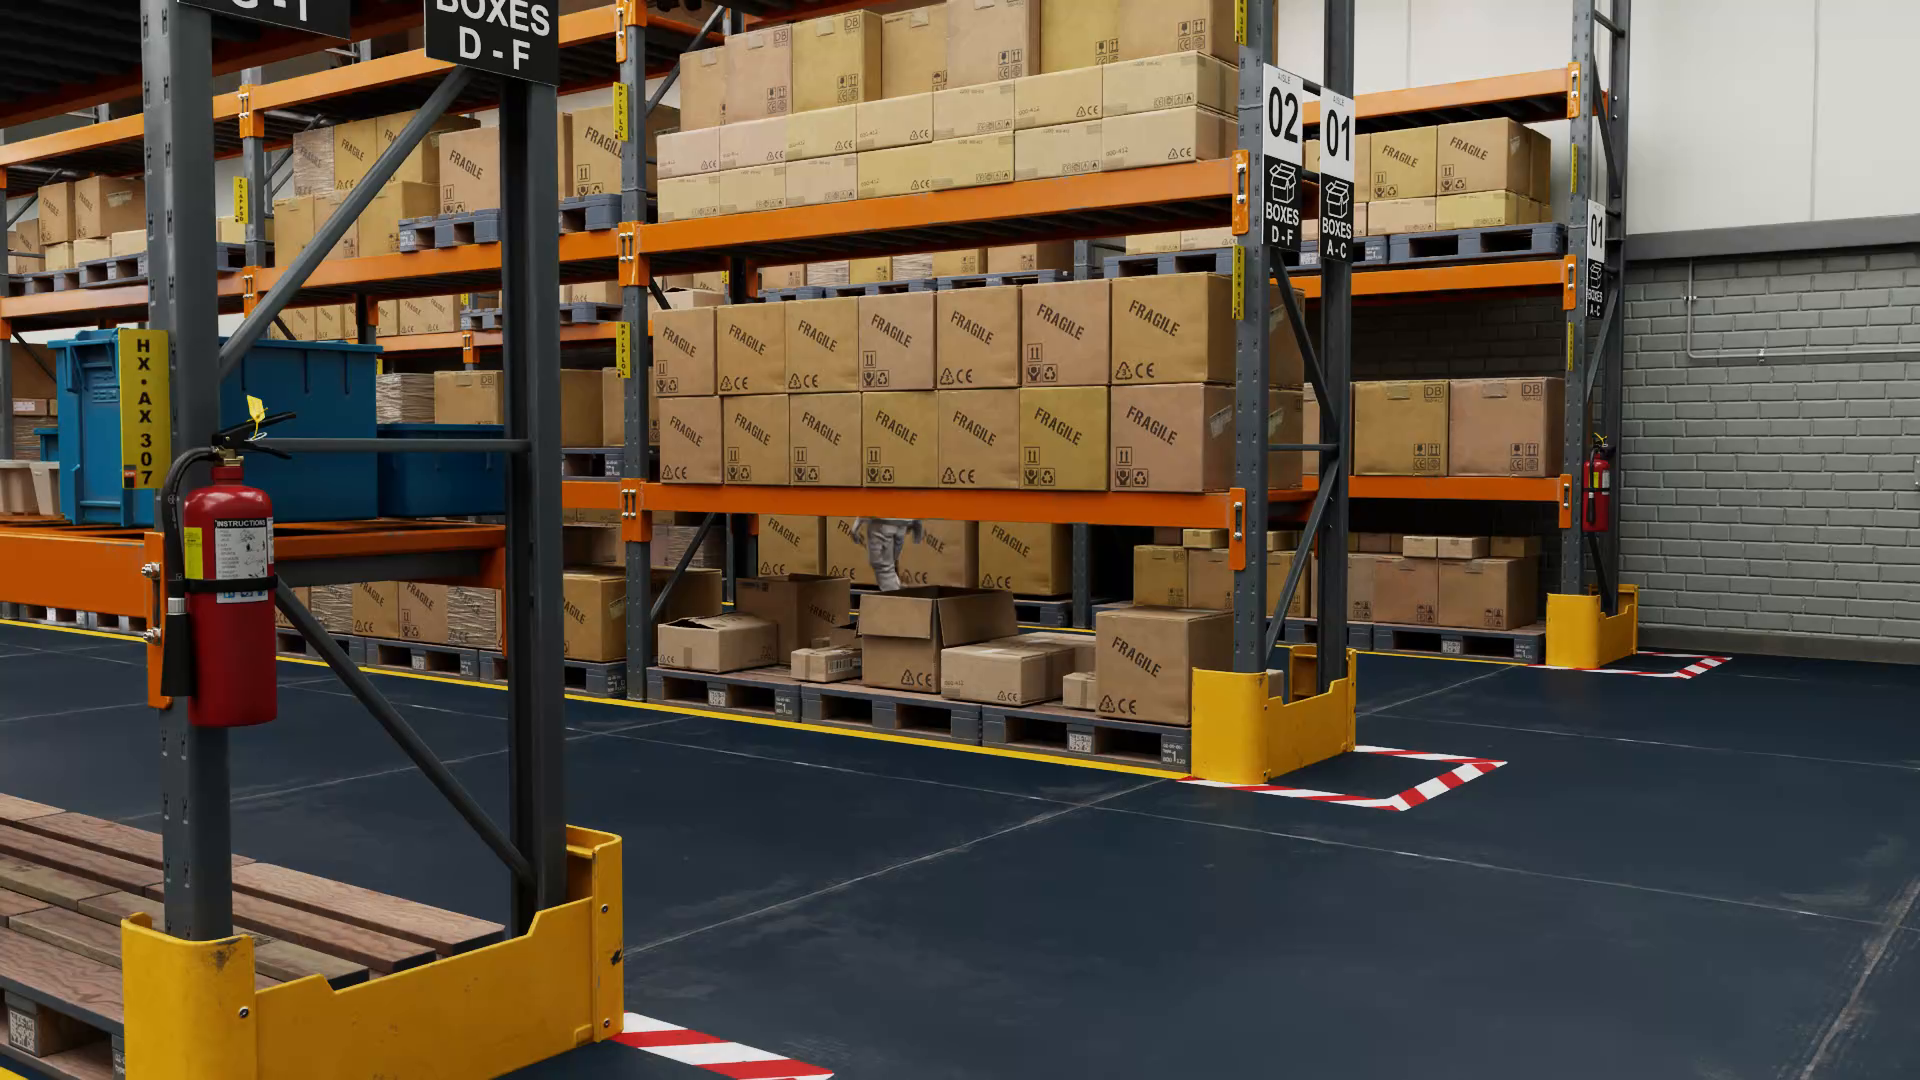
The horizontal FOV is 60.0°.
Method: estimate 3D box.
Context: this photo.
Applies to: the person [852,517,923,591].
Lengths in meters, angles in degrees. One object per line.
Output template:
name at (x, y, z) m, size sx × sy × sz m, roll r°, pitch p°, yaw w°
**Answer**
person at (-0.588, -0.115, 13.015) m, size 0.472 × 1.822 × 0.584 m, roll 3°, pitch 4°, yaw 45°
